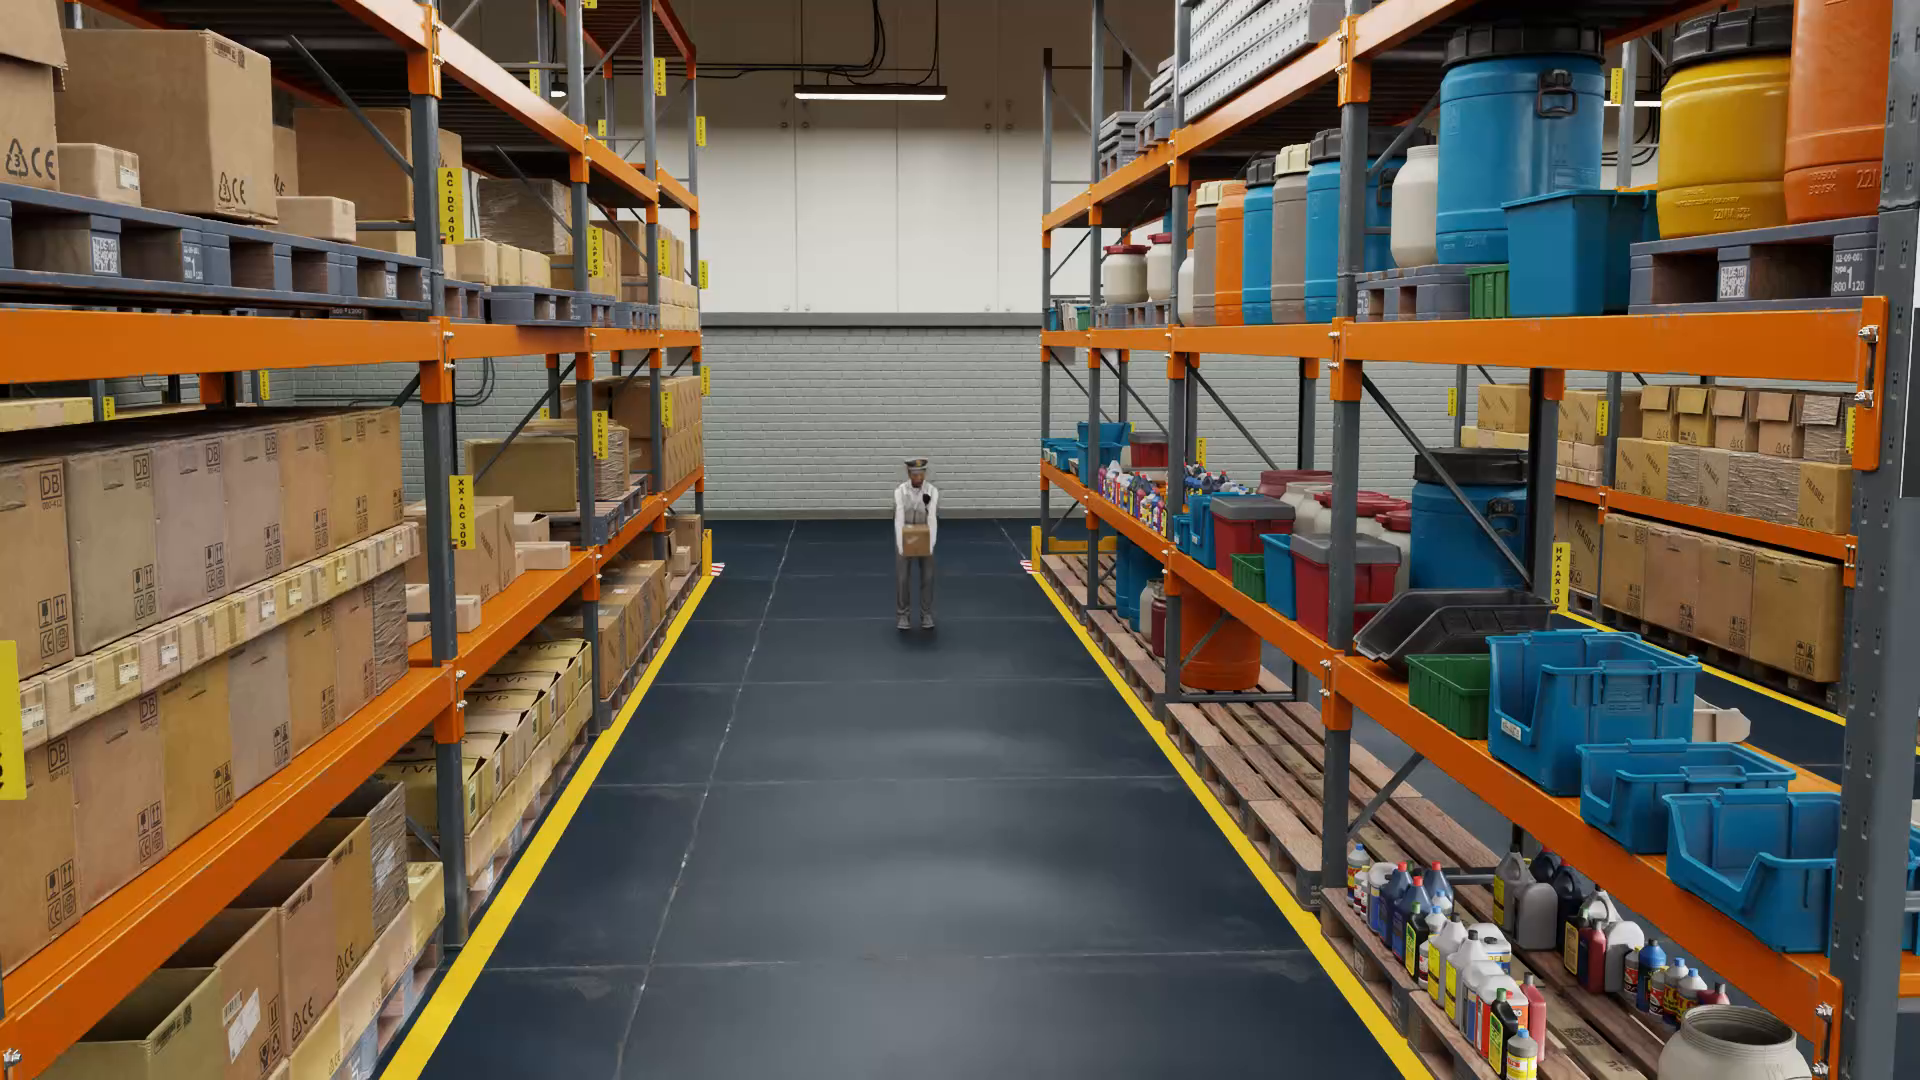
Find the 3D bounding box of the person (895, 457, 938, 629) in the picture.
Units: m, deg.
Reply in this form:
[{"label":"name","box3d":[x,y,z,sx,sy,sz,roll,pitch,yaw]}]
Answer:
[{"label":"person","box3d":[-0.413,0.028,15.699,0.412,1.630,0.553,-1,7,-5]}]
